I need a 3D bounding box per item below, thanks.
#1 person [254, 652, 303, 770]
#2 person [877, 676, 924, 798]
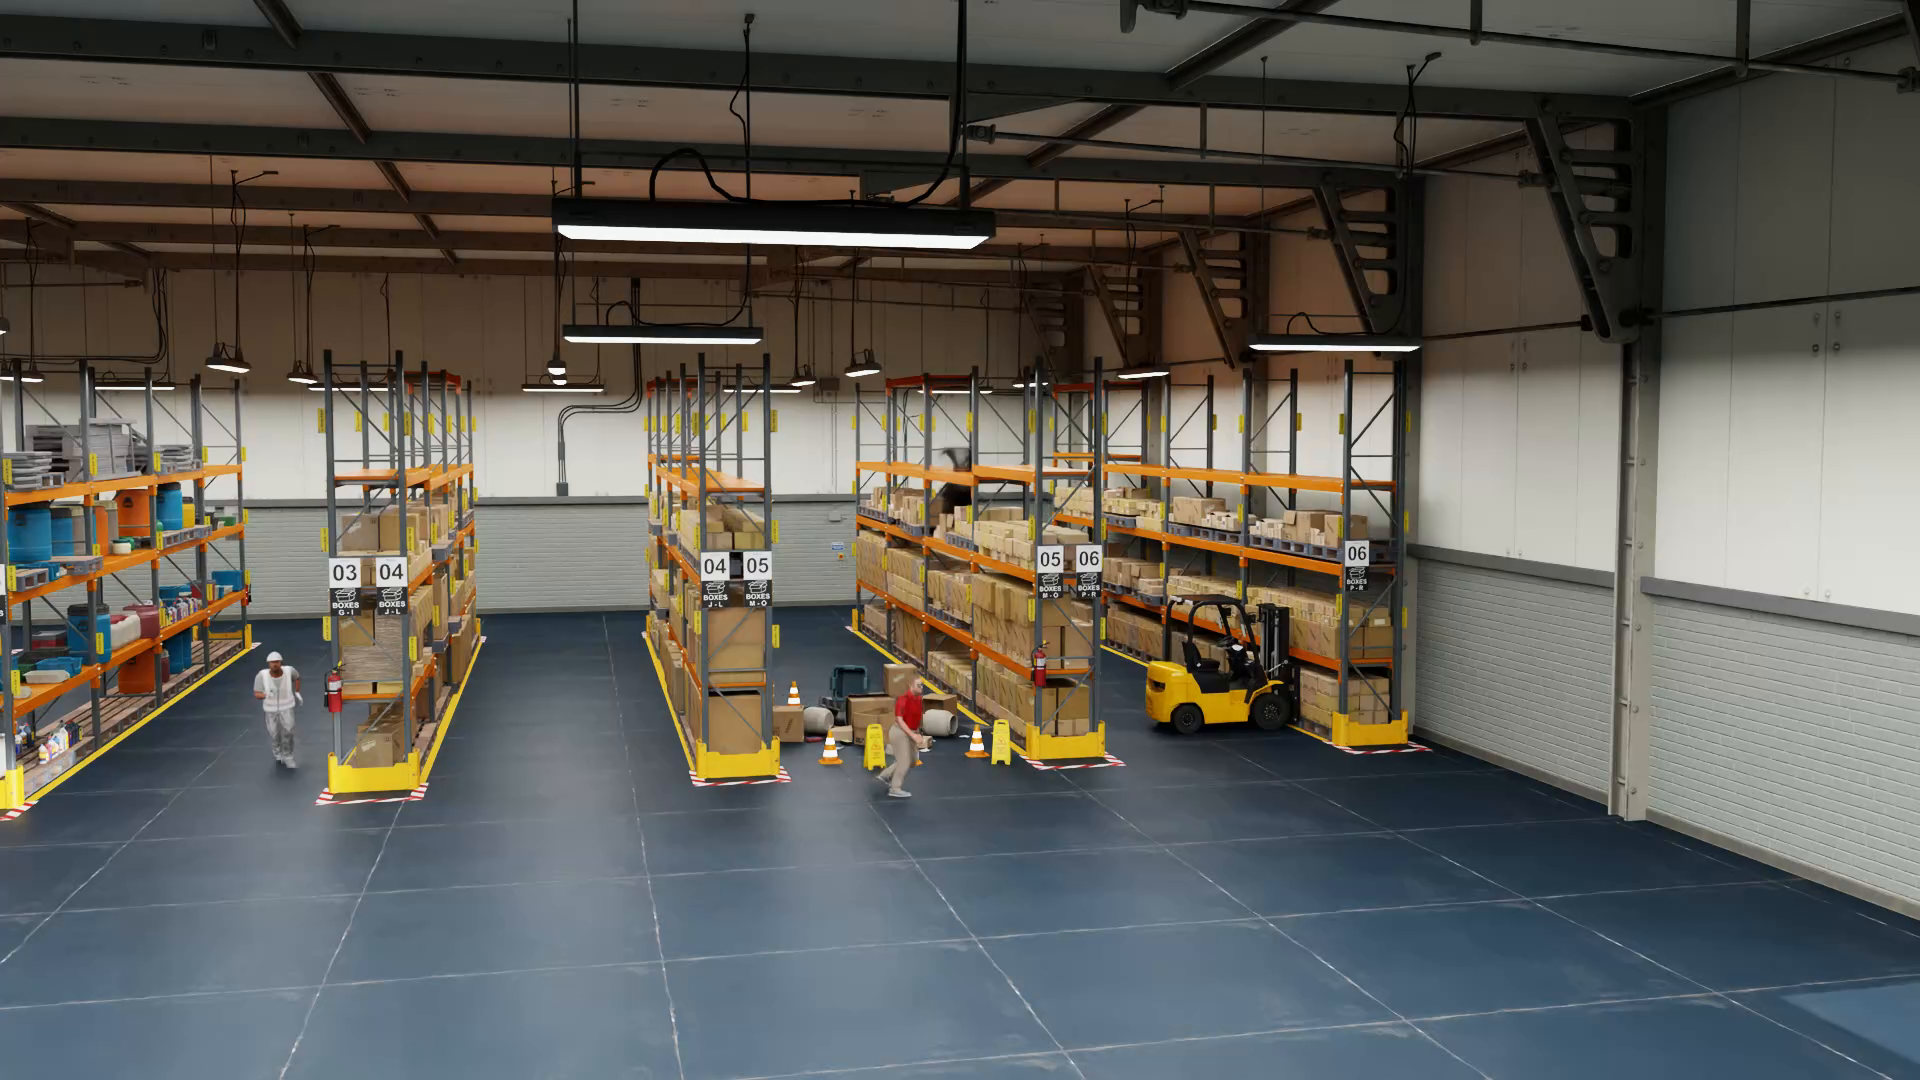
[{"bbox_3d":[-9.882,2.456,24.130,0.634,1.721,0.951,-1,4,-18],"label":"person"},{"bbox_3d":[-0.777,2.623,22.323,0.766,1.651,0.646,2,4,22],"label":"person"}]
